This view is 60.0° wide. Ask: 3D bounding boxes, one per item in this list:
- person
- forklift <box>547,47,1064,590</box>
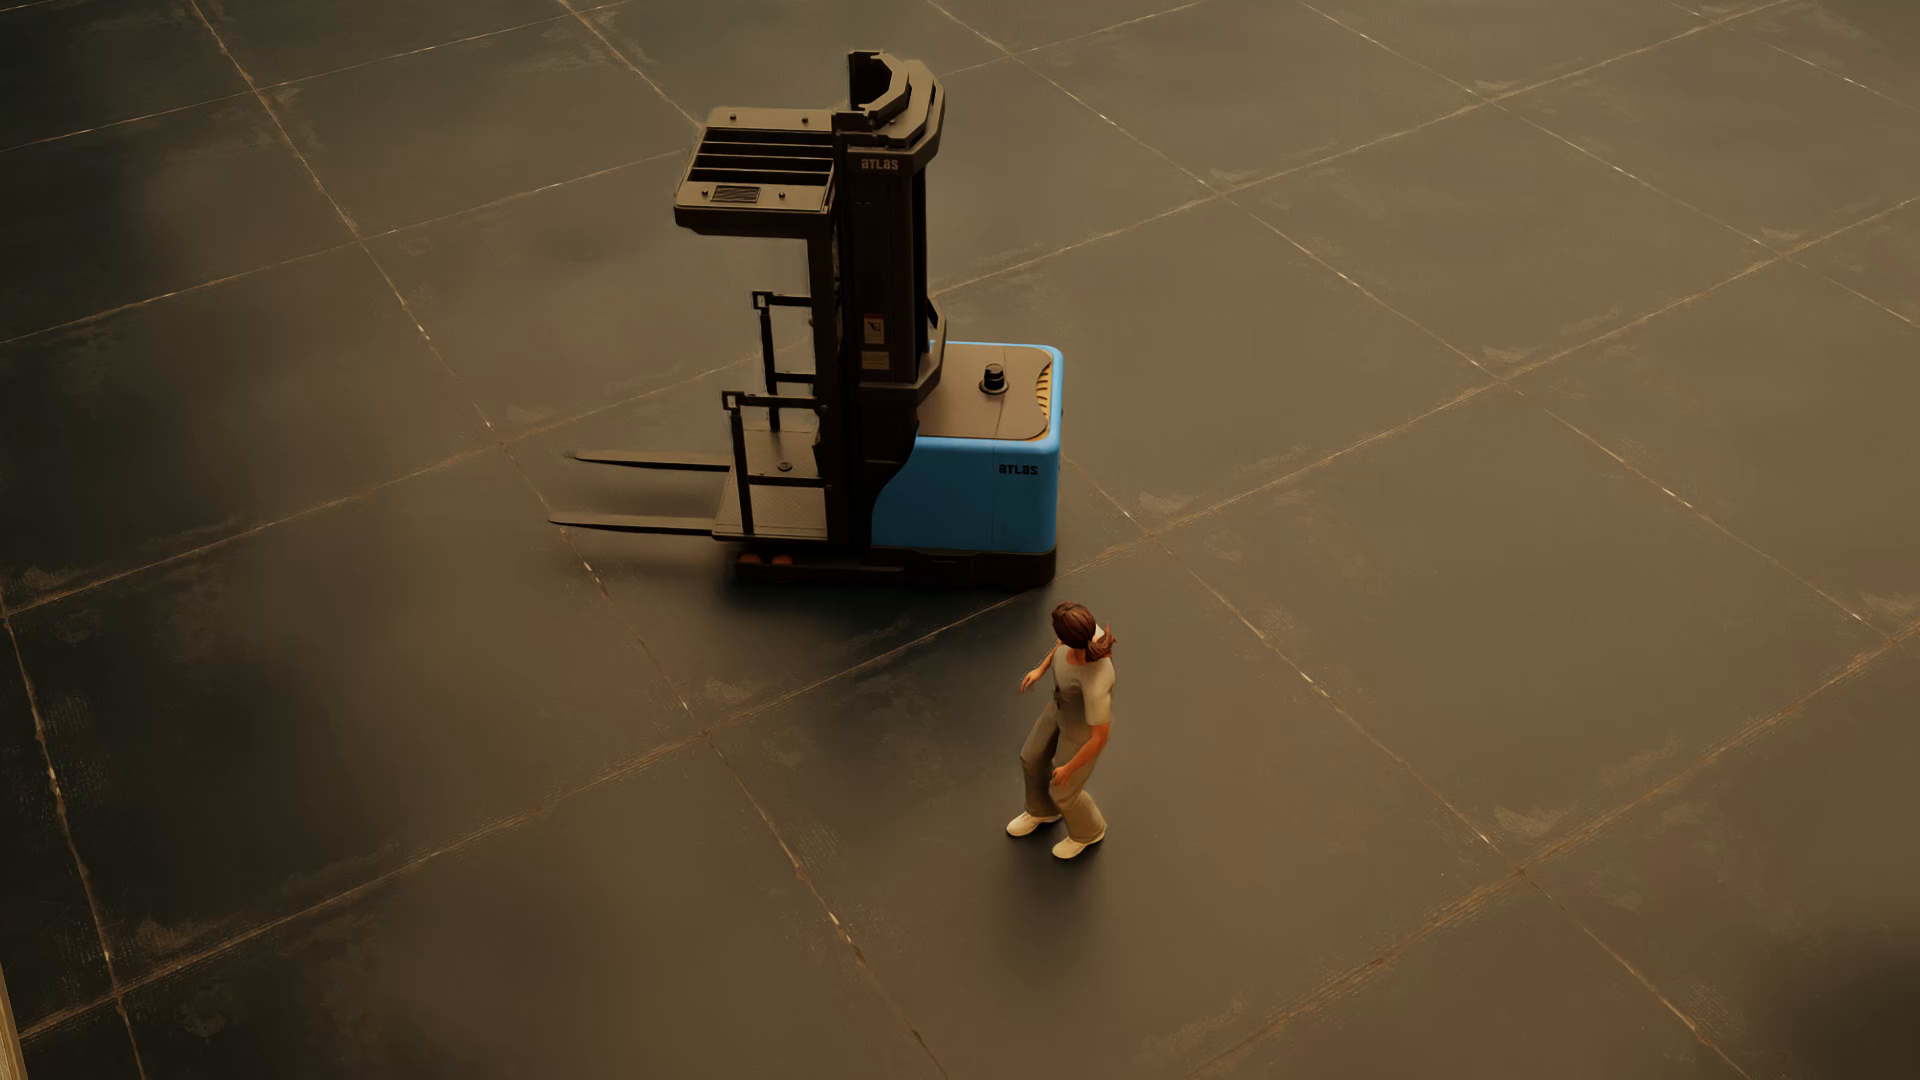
[{"bbox_3d":[0.494,0.902,7.837,0.473,1.633,0.638,-11,42,-12],"label":"person"},{"bbox_3d":[-0.921,-1.196,9.239,3.031,2.935,1.130,3,41,3],"label":"forklift"}]
